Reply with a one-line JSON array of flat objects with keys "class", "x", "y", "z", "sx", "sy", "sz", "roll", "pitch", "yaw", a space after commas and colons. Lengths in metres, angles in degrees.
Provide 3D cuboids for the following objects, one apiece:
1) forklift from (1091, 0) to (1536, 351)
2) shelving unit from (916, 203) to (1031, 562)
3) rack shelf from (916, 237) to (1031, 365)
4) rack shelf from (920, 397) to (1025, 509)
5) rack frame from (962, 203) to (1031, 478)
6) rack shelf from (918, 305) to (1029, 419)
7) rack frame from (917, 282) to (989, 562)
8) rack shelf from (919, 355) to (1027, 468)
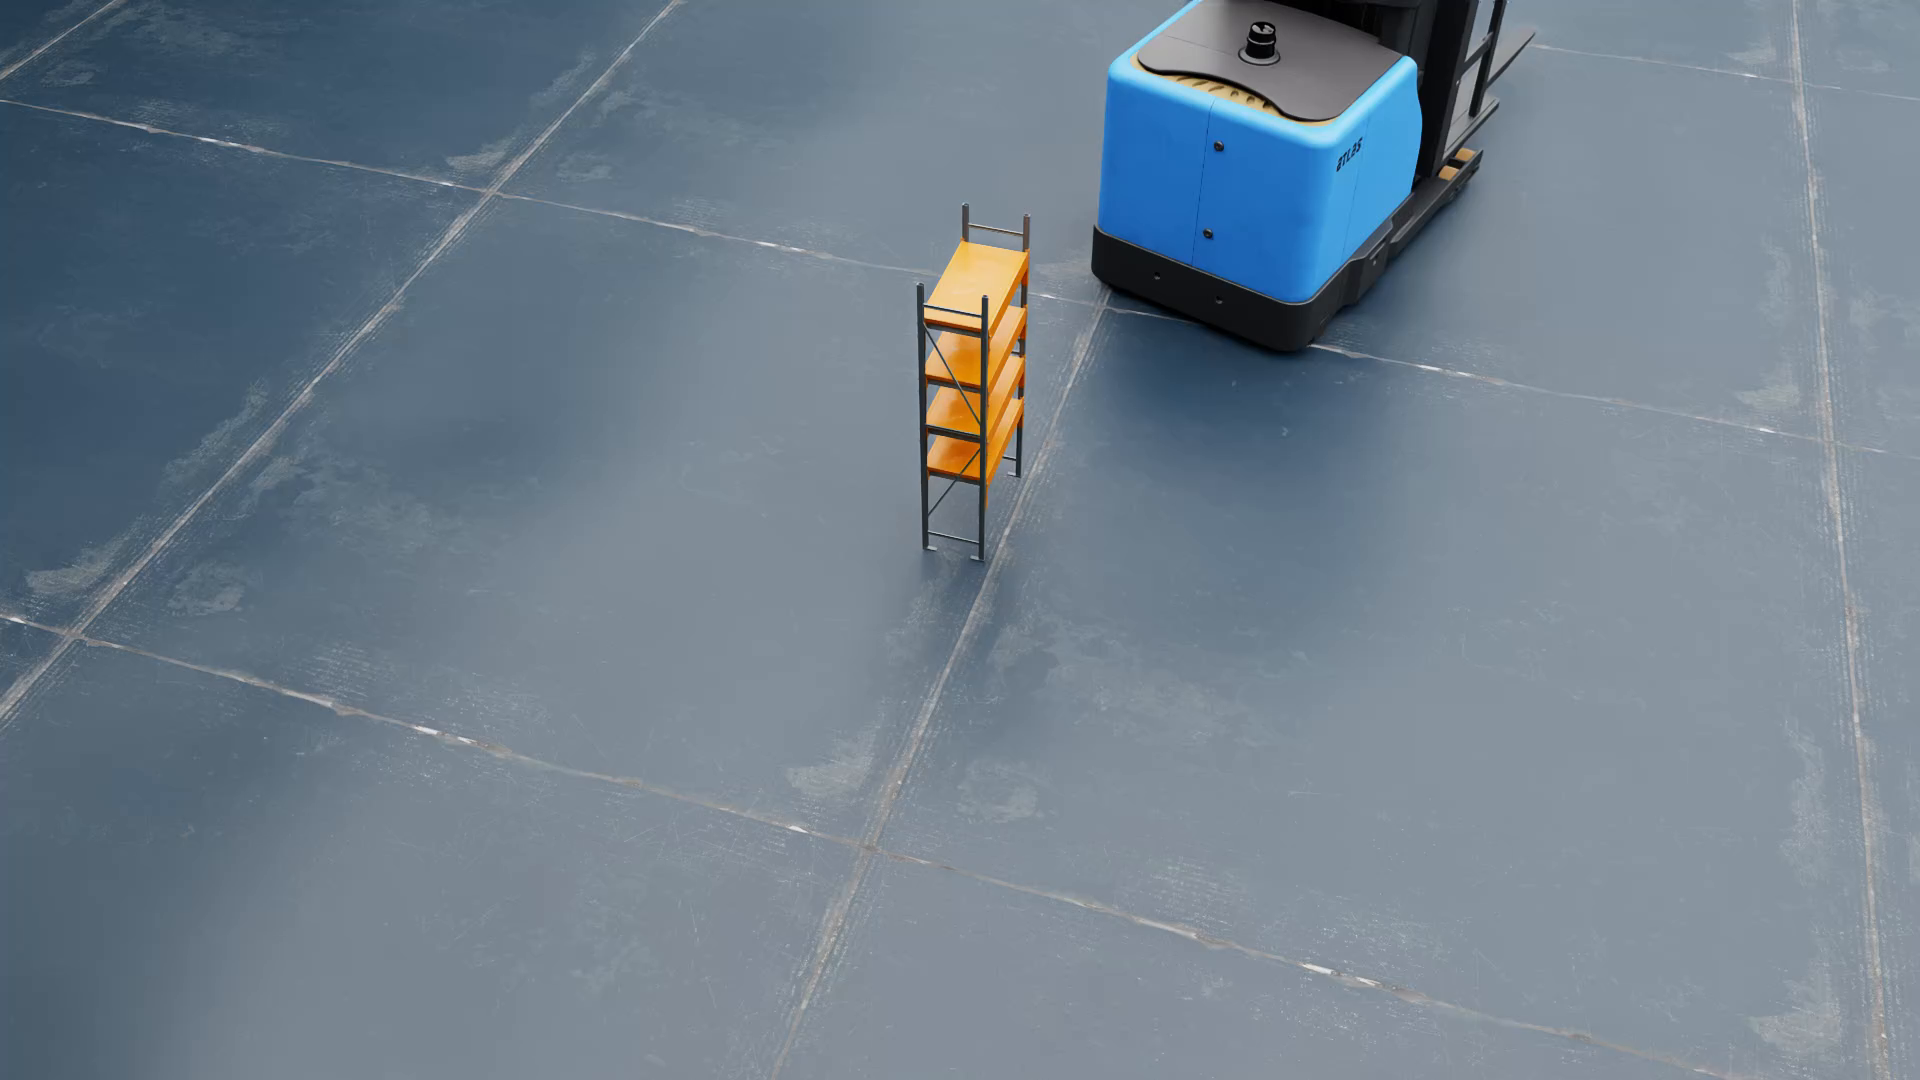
[{"class": "forklift", "x": 1.846, "y": -2.830, "z": 7.047, "sx": 1.130, "sy": 2.935, "sz": 3.031, "roll": 27, "pitch": 50, "yaw": 25}, {"class": "shelving unit", "x": 0.050, "y": -0.539, "z": 5.943, "sx": 0.258, "sy": 1.200, "sz": 0.503, "roll": 13, "pitch": 46, "yaw": 13}, {"class": "rack shelf", "x": 0.050, "y": -0.820, "z": 5.668, "sx": 0.258, "sy": 0.148, "sz": 0.480, "roll": 13, "pitch": 46, "yaw": 13}, {"class": "rack shelf", "x": 0.050, "y": -0.349, "z": 6.129, "sx": 0.258, "sy": 0.148, "sz": 0.480, "roll": 13, "pitch": 46, "yaw": 13}, {"class": "rack frame", "x": 0.124, "y": -0.702, "z": 6.109, "sx": 0.240, "sy": 1.200, "sz": 0.015, "roll": 13, "pitch": 46, "yaw": 13}, {"class": "rack shelf", "x": 0.050, "y": -0.651, "z": 5.834, "sx": 0.258, "sy": 0.148, "sz": 0.480, "roll": 13, "pitch": 46, "yaw": 13}, {"class": "rack frame", "x": -0.024, "y": -0.377, "z": 5.777, "sx": 0.240, "sy": 1.200, "sz": 0.015, "roll": 13, "pitch": 46, "yaw": 13}, {"class": "rack shelf", "x": 0.050, "y": -0.491, "z": 5.990, "sx": 0.258, "sy": 0.148, "sz": 0.480, "roll": 13, "pitch": 46, "yaw": 13}]
